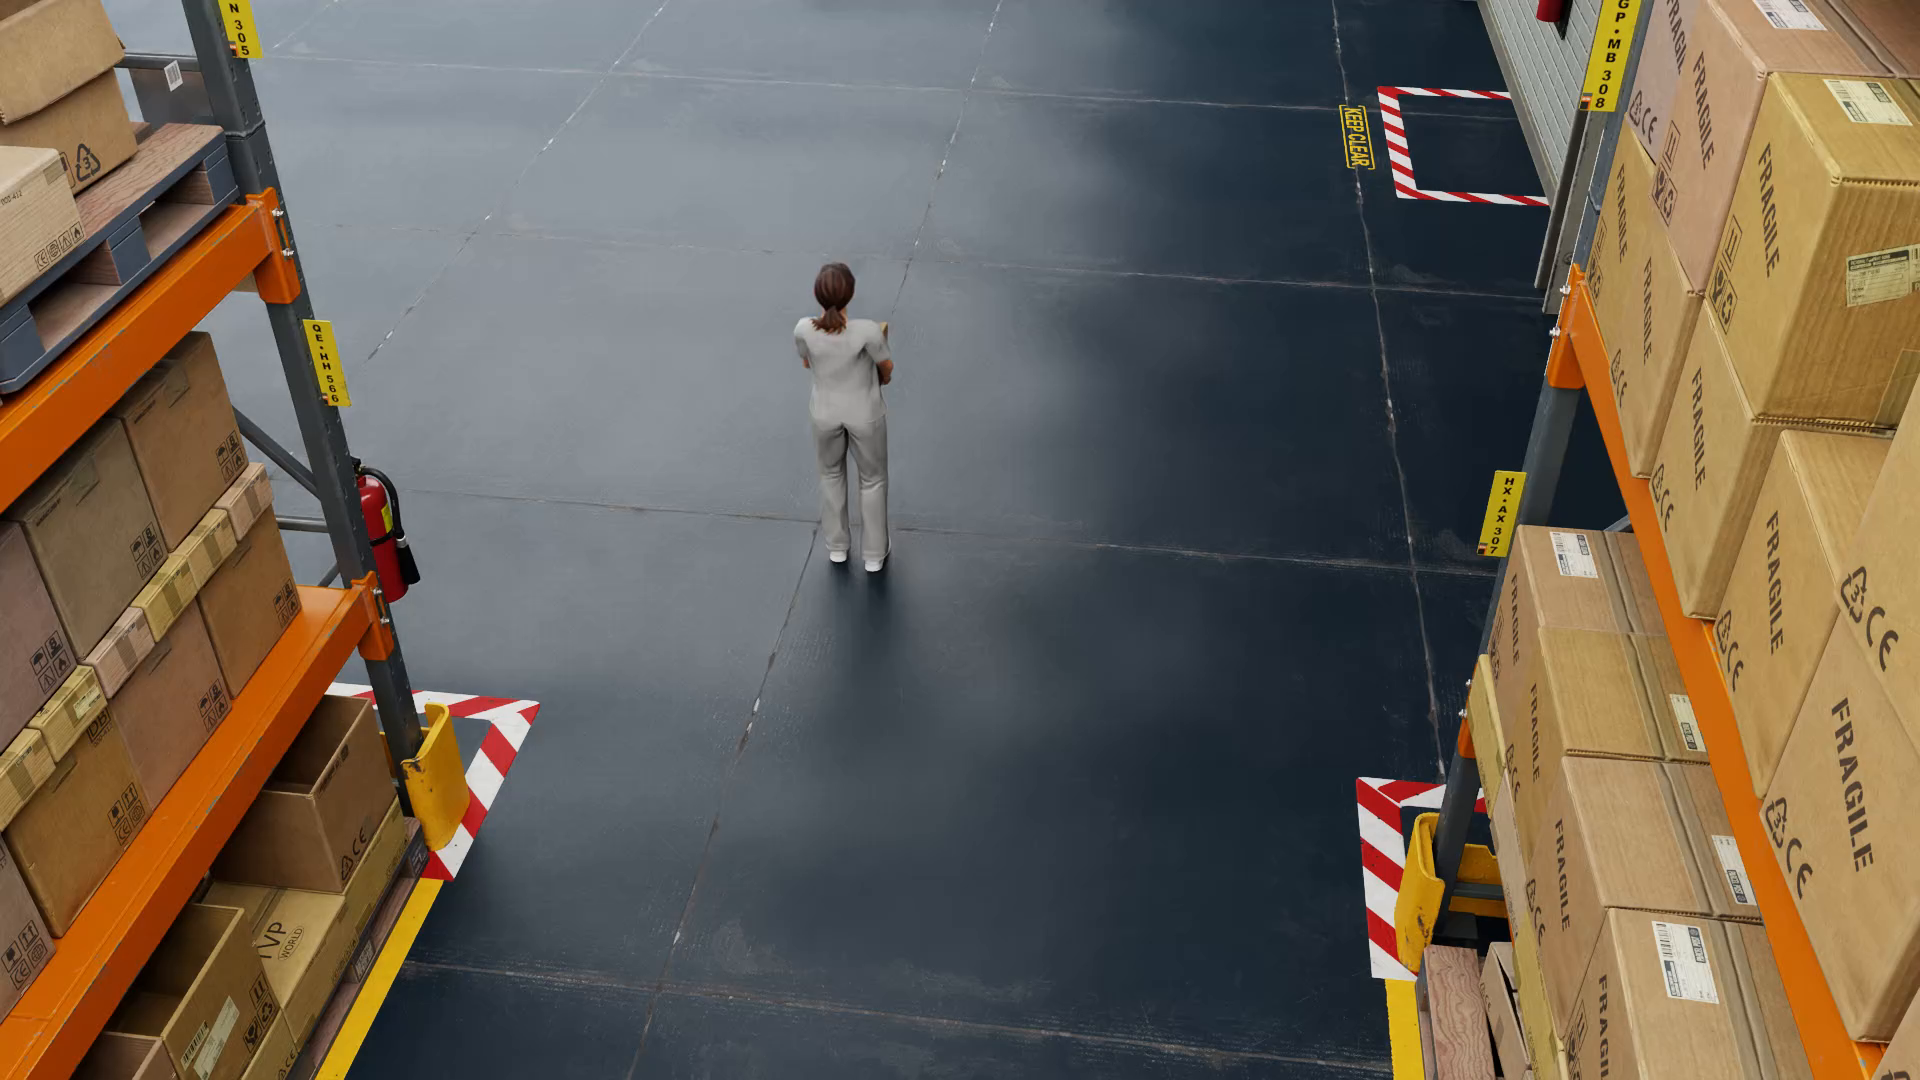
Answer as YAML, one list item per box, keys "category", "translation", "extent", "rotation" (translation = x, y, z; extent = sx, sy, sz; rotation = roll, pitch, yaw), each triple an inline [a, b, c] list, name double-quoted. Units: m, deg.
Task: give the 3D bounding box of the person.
- category: "person"
  translation: [-0.525, -0.616, 7.890]
  extent: [0.437, 1.662, 0.555]
  rotation: [5, 37, 7]
